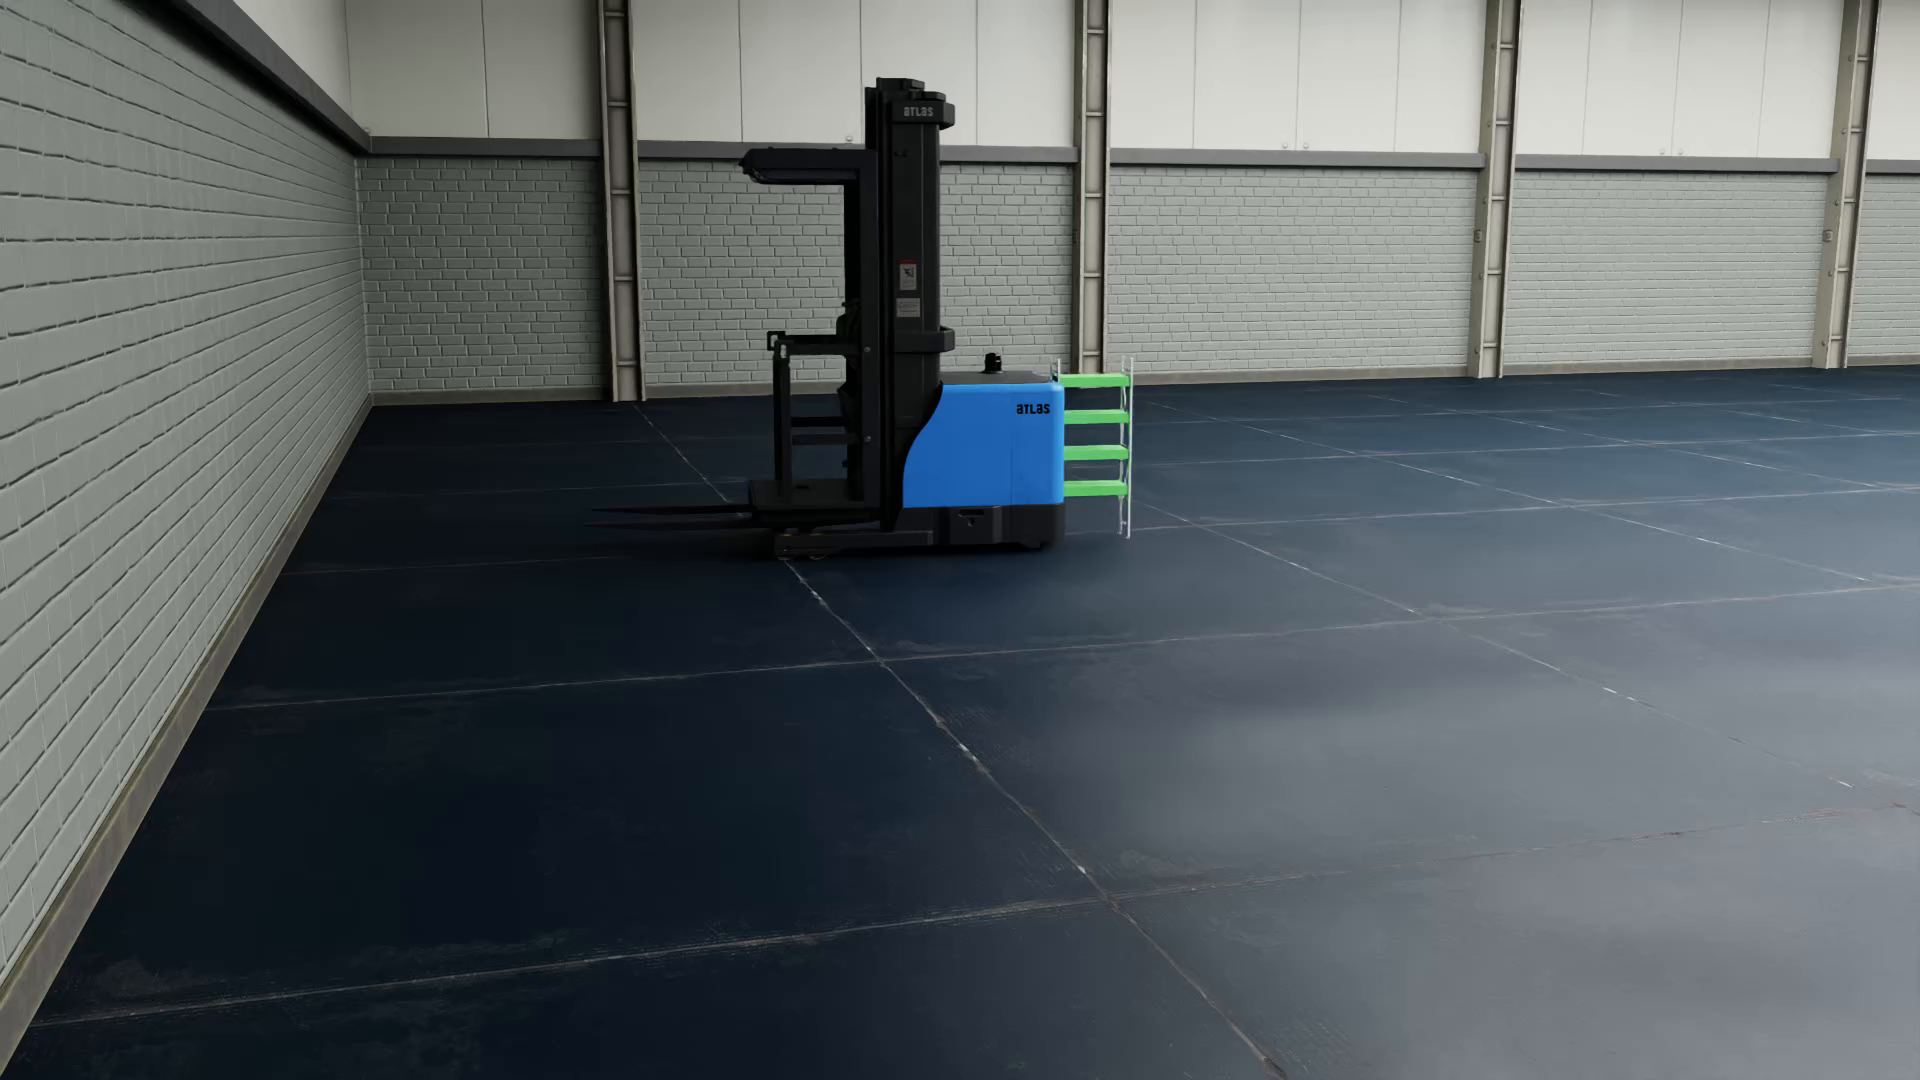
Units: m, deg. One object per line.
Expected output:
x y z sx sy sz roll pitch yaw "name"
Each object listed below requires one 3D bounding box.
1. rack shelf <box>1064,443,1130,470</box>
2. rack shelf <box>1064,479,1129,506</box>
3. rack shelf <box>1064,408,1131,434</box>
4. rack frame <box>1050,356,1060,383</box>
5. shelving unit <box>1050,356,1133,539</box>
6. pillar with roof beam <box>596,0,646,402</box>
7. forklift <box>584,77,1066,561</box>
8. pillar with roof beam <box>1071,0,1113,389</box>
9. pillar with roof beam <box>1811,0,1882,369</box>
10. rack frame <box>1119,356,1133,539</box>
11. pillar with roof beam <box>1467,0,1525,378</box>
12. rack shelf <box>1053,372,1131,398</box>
0.867 -0.551 11.078 0.480 0.148 0.258 -2 11 -9 "rack shelf"
0.867 -0.315 11.122 0.480 0.148 0.258 -2 11 -9 "rack shelf"
0.867 -0.787 11.035 0.480 0.148 0.258 -2 11 -9 "rack shelf"
0.626 -0.607 11.029 0.015 1.200 0.240 -2 11 -9 "rack frame"
0.867 -0.614 11.067 0.503 1.200 0.258 -2 11 -9 "shelving unit"
-2.858 -5.393 15.487 0.400 9.000 9.100 -3 11 -16 "pillar with roof beam"
-0.886 -1.416 10.642 3.031 2.935 1.130 -2 11 -9 "forklift"
2.903 -5.697 17.136 0.400 9.000 9.100 -3 11 -16 "pillar with roof beam"
14.424 -6.304 20.435 0.400 9.000 9.100 -3 11 -16 "pillar with roof beam"
1.108 -0.621 11.104 0.015 1.200 0.240 -2 11 -9 "rack frame"
8.664 -6.000 18.786 0.400 9.000 9.100 -3 11 -16 "pillar with roof beam"
0.867 -1.023 10.991 0.480 0.148 0.258 -2 11 -9 "rack shelf"
